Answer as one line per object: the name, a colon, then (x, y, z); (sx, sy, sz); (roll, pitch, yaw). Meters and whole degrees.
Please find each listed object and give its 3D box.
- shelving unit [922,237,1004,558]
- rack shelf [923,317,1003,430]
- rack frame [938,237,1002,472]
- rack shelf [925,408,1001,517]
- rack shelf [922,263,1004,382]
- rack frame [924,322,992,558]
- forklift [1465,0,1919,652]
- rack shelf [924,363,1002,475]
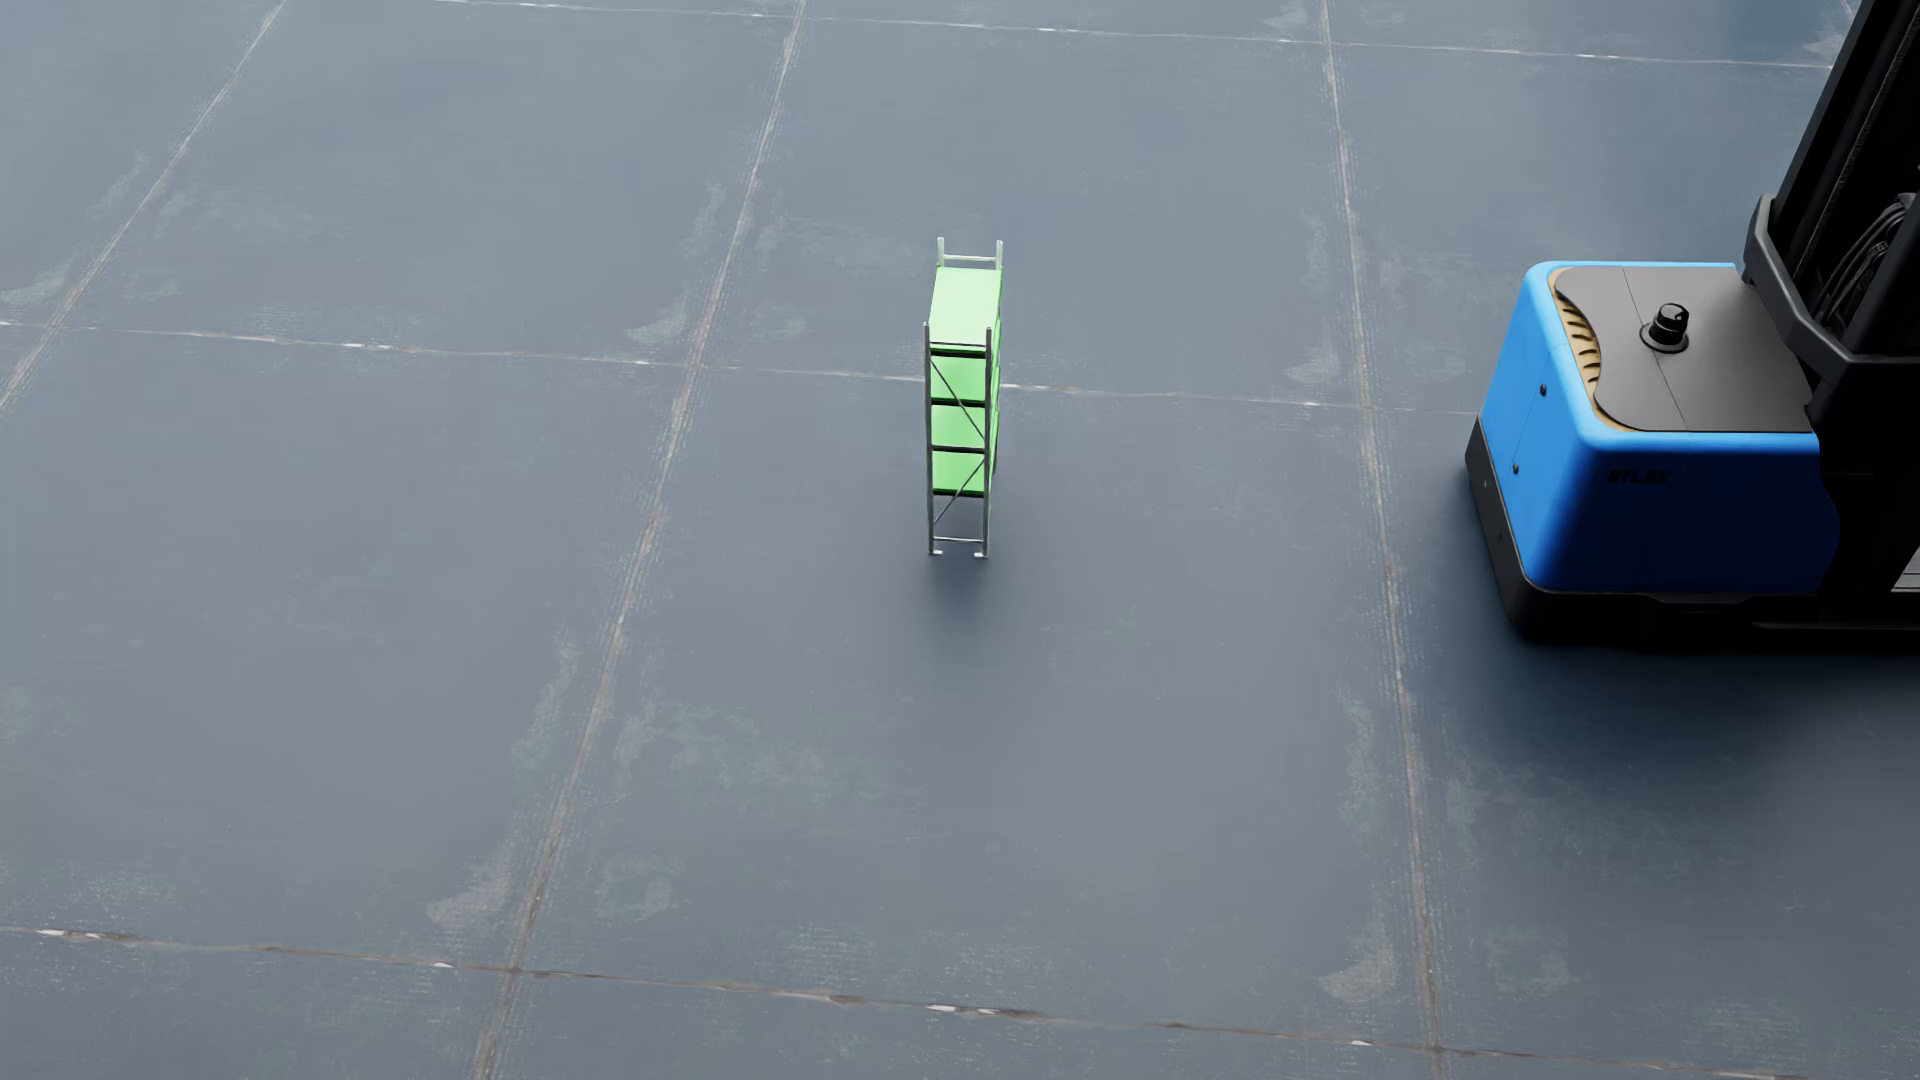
shelving unit: (0.015, -0.527, 6.444); (0.258, 1.200, 0.503); (4, 48, 4)
rack shelf: (0.015, -0.645, 6.314); (0.258, 0.148, 0.480); (4, 48, 4)
rack frame: (0.037, -0.706, 6.608); (0.240, 1.200, 0.015); (4, 48, 4)
rack shelf: (0.015, -0.321, 6.669); (0.258, 0.148, 0.480); (4, 48, 4)
rack shelf: (0.015, -0.807, 6.137); (0.258, 0.148, 0.480); (4, 48, 4)
rack frame: (-0.007, -0.347, 6.280); (0.240, 1.200, 0.015); (4, 48, 4)
forklift: (3.630, -0.953, 5.661); (3.031, 2.935, 1.130); (1, 48, 1)
rack shelf: (0.015, -0.483, 6.492); (0.258, 0.148, 0.480); (4, 48, 4)
